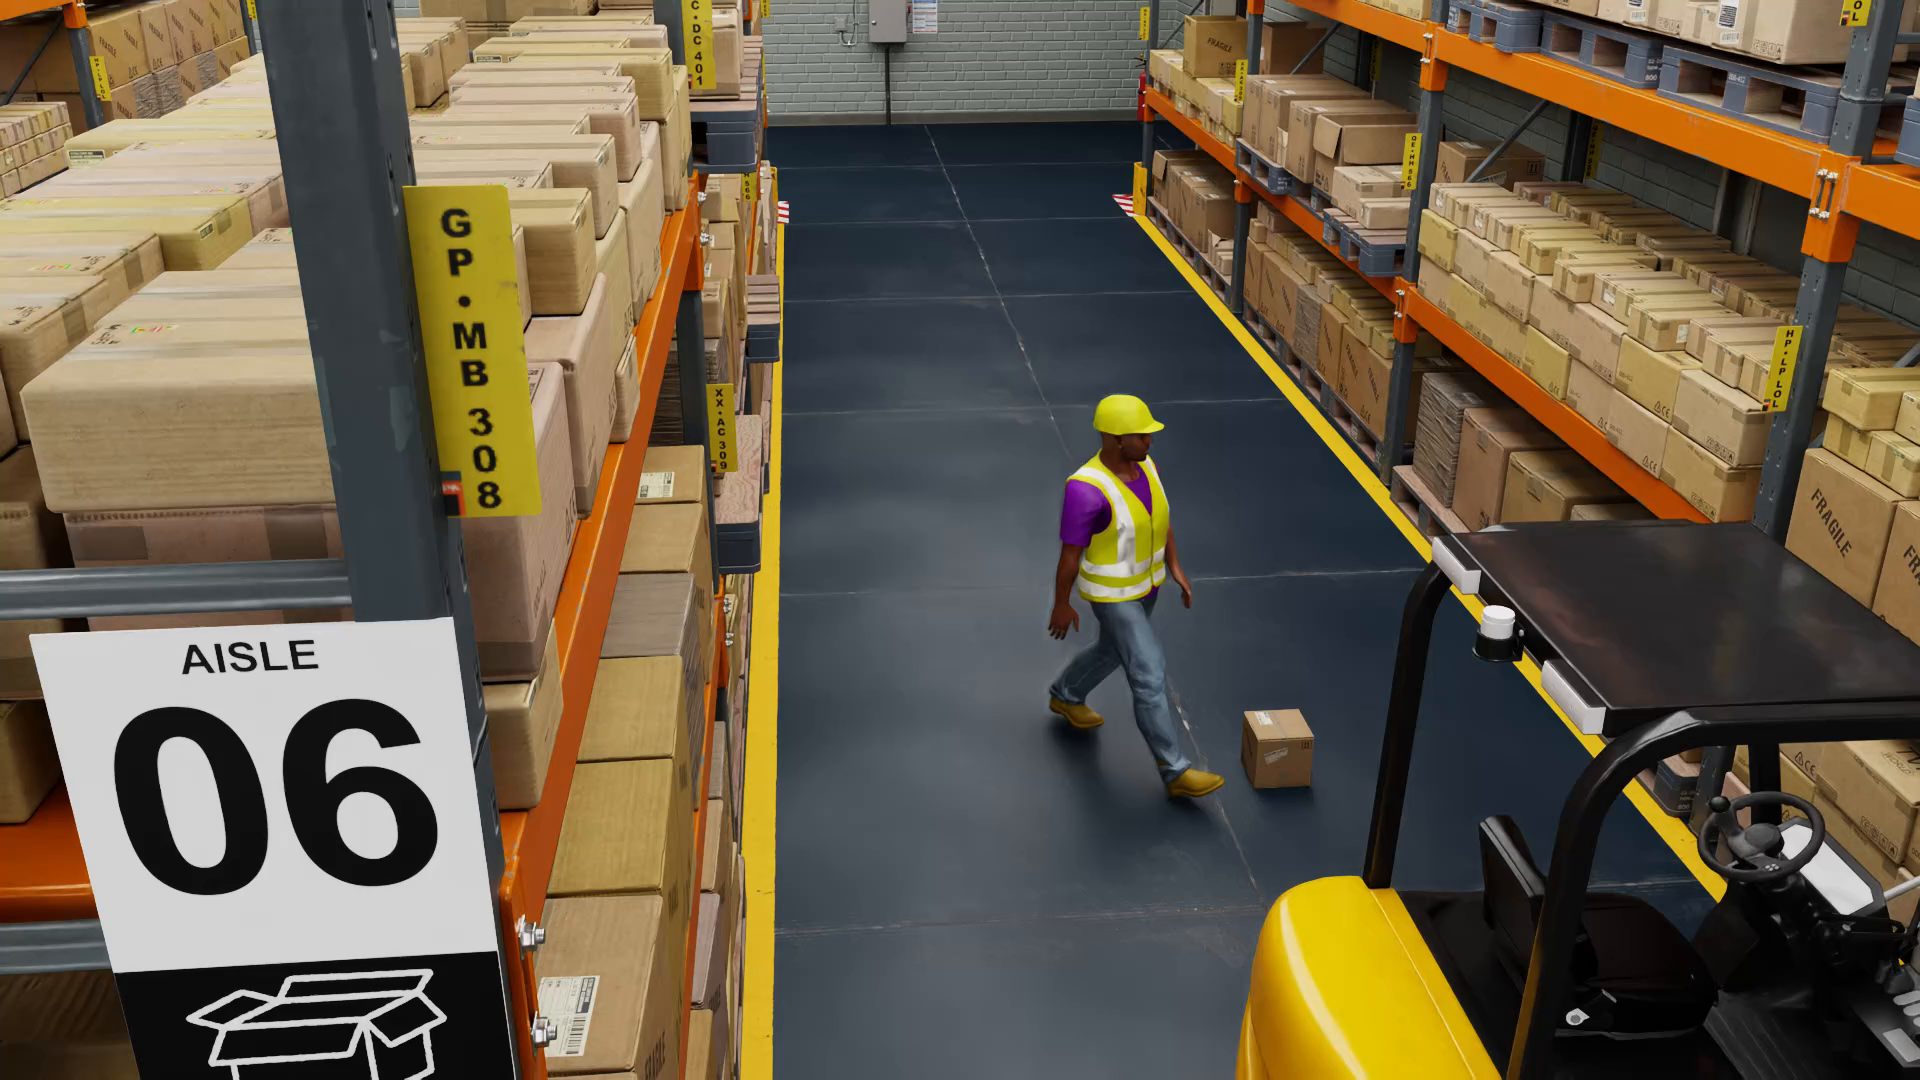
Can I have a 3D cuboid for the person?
[{"bbox_3d":[0.779,0.206,7.138,1.074,1.703,0.597,17,29,33],"label":"person"}]
